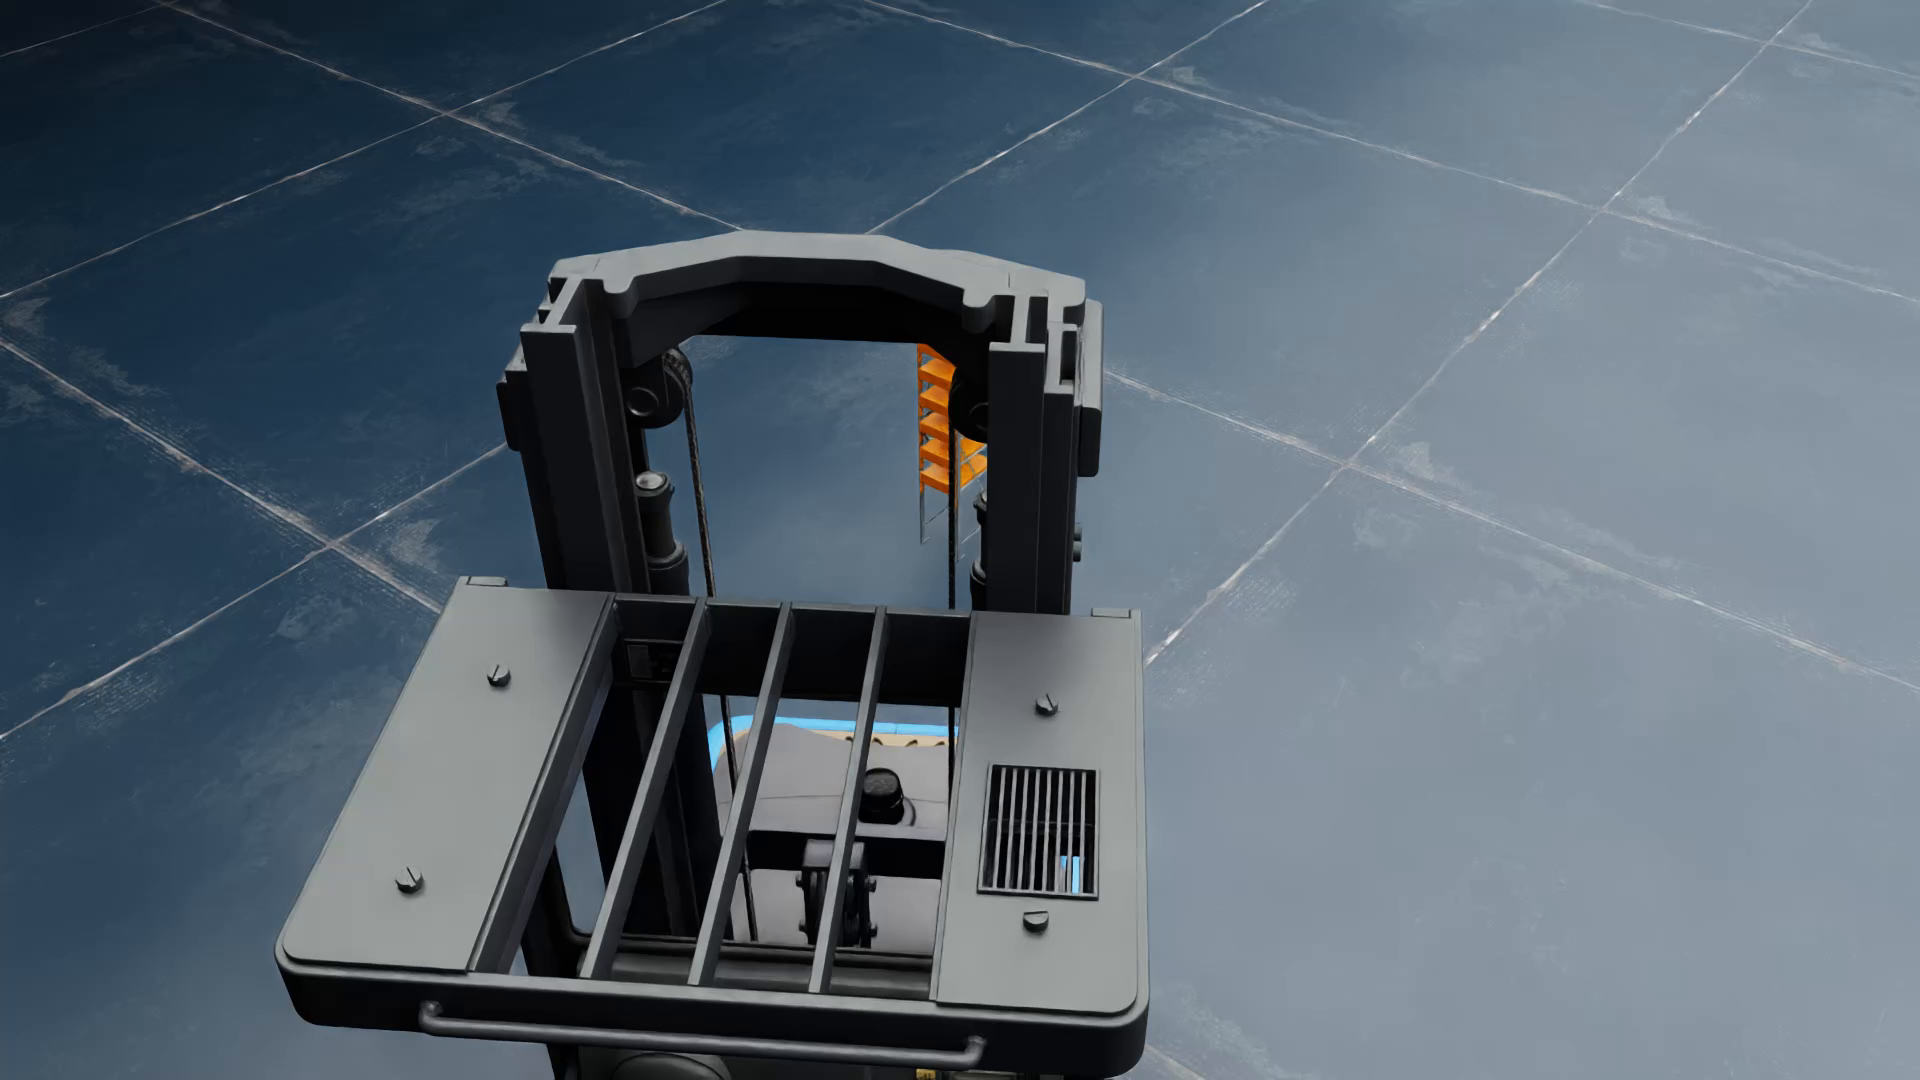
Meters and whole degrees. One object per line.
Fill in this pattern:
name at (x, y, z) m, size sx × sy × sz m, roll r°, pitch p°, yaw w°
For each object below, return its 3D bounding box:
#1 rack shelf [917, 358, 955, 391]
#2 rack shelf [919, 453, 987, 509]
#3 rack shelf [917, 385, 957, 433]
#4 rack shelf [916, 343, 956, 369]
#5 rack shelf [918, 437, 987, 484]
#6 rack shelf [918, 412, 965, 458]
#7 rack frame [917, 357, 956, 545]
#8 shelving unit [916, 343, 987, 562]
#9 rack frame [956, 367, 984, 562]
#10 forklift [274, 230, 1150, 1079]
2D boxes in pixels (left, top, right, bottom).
rack shelf at (-0.012, -0.632, 6.266) m, size 0.180 × 0.103 × 0.258 m, roll 25°, pitch 45°, yaw 29°
rack shelf at (-0.011, -0.254, 6.562) m, size 0.180 × 0.103 × 0.258 m, roll 25°, pitch 45°, yaw 29°
rack shelf at (-0.011, -0.537, 6.340) m, size 0.180 × 0.103 × 0.258 m, roll 25°, pitch 45°, yaw 29°
rack shelf at (-0.012, -0.726, 6.193) m, size 0.180 × 0.103 × 0.258 m, roll 25°, pitch 45°, yaw 29°
rack shelf at (-0.011, -0.348, 6.488) m, size 0.180 × 0.103 × 0.258 m, roll 25°, pitch 45°, yaw 29°
rack shelf at (-0.011, -0.443, 6.414) m, size 0.180 × 0.103 × 0.258 m, roll 25°, pitch 45°, yaw 29°
rack frame at (-0.084, -0.512, 6.431) m, size 0.006 × 1.200 × 0.240 m, roll 25°, pitch 45°, yaw 29°
shelving unit at (-0.011, -0.478, 6.387) m, size 0.189 × 1.200 × 0.258 m, roll 25°, pitch 45°, yaw 29°
rack frame at (0.061, -0.444, 6.343) m, size 0.006 × 1.200 × 0.240 m, roll 25°, pitch 45°, yaw 29°
forklift at (-0.281, 1.077, 2.996) m, size 1.130 × 2.935 × 3.031 m, roll 3°, pitch 38°, yaw 3°
